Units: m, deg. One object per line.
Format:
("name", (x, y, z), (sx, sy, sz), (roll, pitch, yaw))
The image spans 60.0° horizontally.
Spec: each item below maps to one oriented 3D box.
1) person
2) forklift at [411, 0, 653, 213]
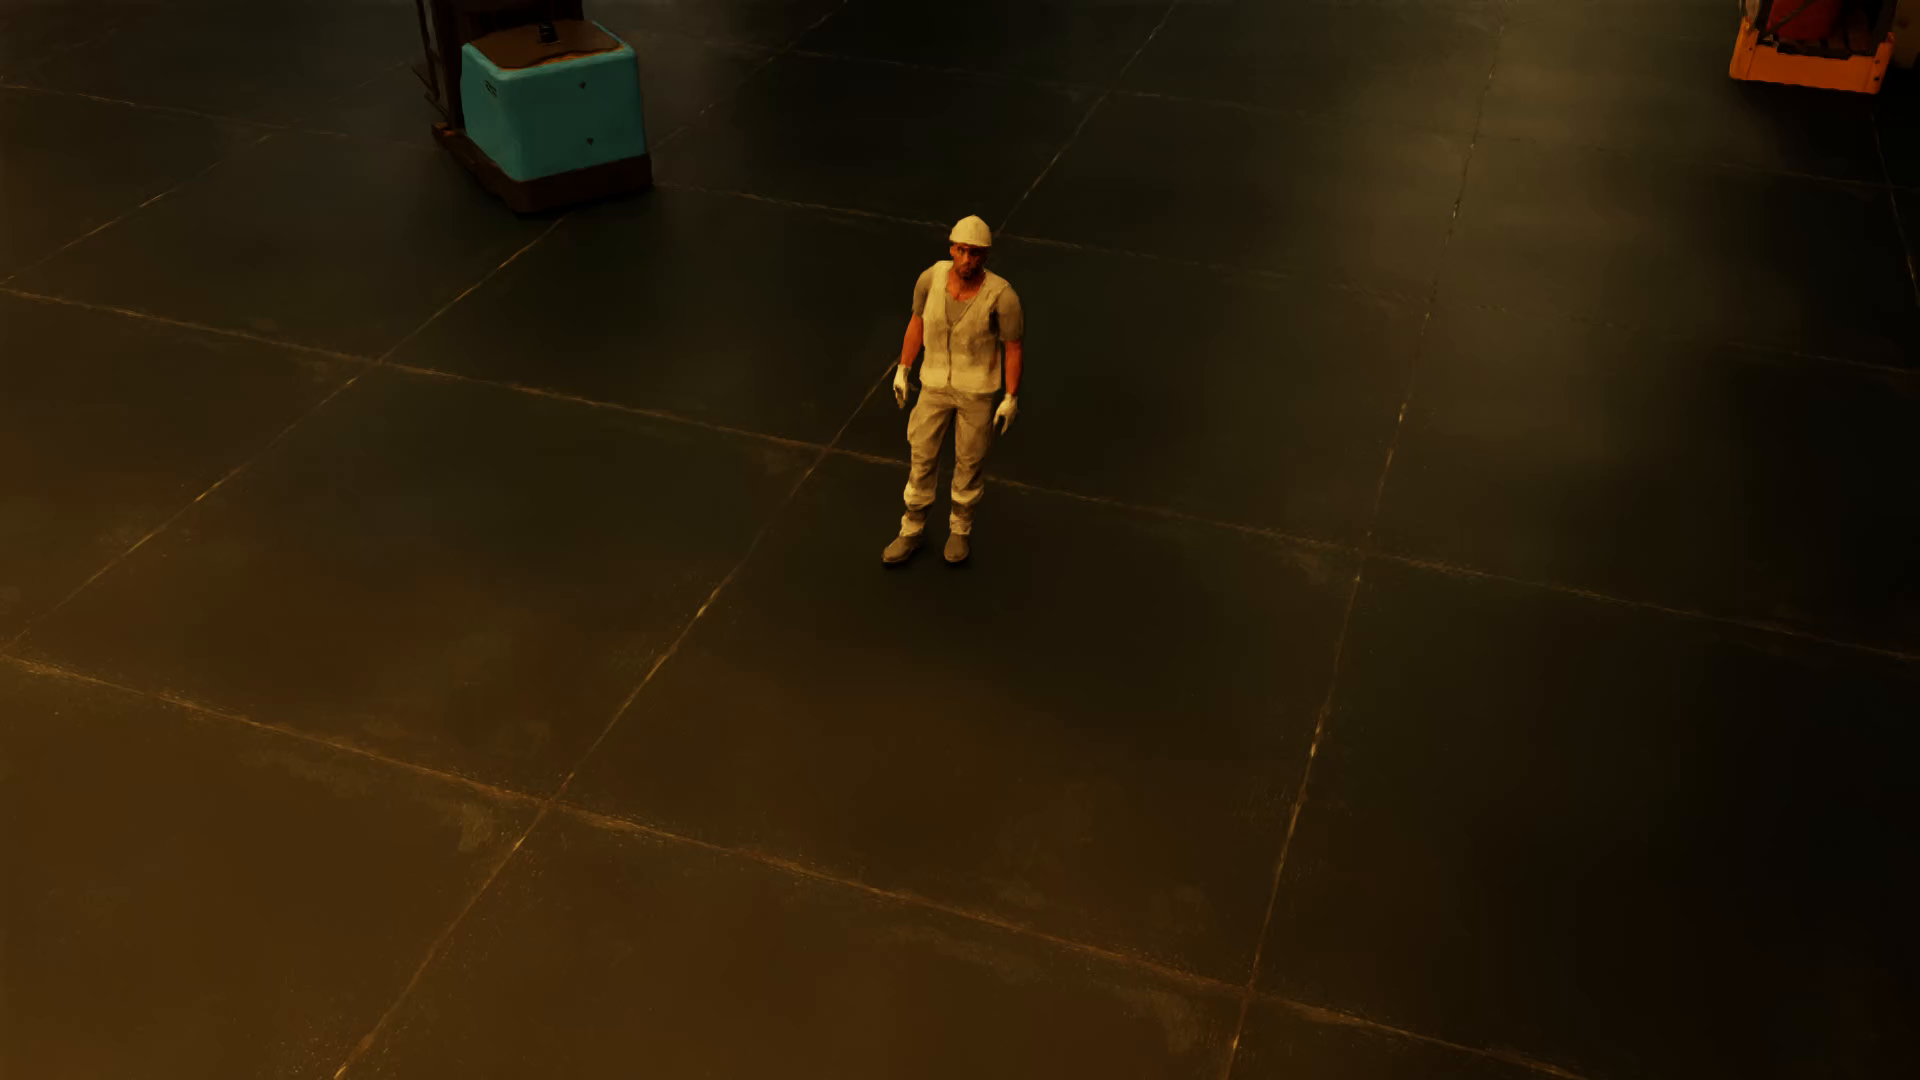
("person", (-0.037, -0.694, 8.065), (0.637, 1.787, 0.563), (12, 37, 16))
("forklift", (-3.475, -4.334, 12.224), (1.130, 2.935, 3.031), (-20, 40, -26))
